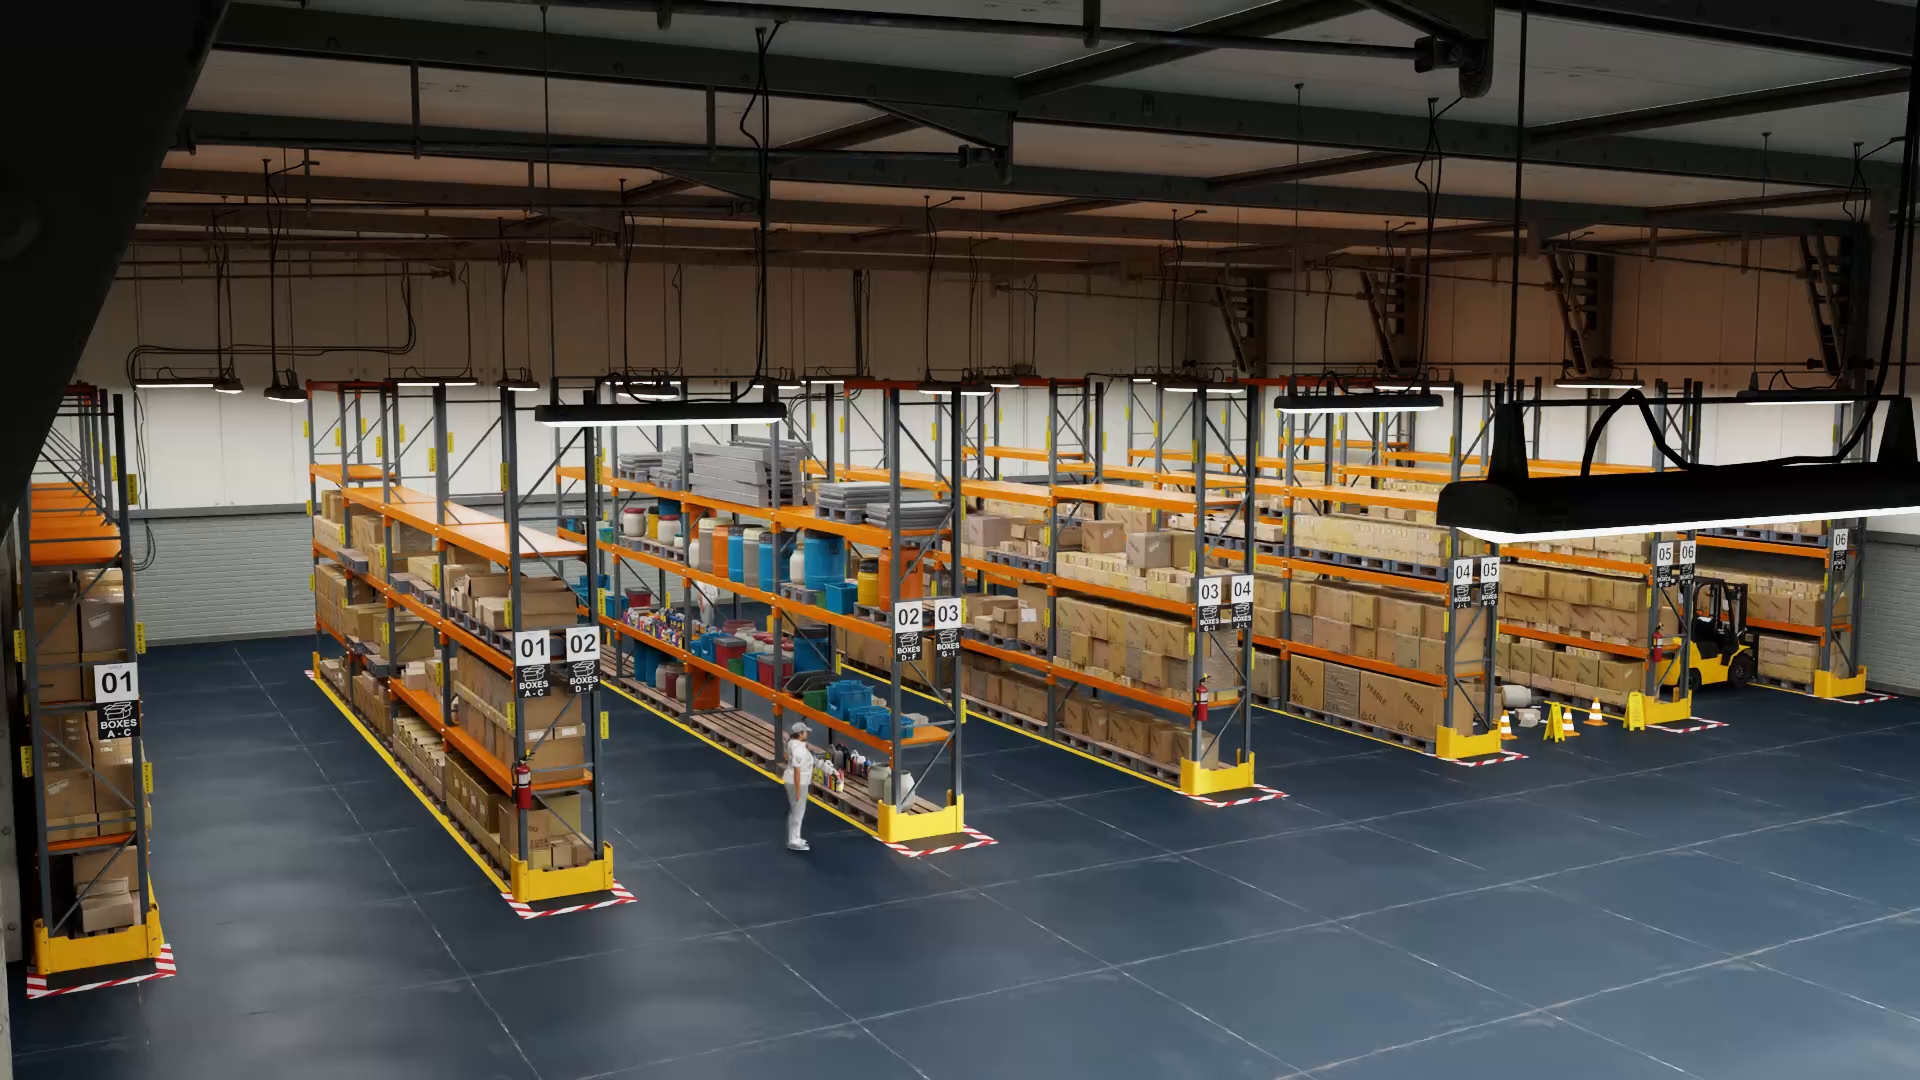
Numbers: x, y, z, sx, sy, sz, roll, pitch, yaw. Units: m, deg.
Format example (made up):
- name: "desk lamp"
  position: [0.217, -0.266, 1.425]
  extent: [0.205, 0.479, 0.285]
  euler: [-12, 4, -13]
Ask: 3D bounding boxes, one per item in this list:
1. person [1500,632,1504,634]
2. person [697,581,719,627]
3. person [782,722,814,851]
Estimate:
- name: "person"
  position: [11.370, 1.758, 34.691]
  extent: [0.437, 1.797, 0.601]
  euler: [2, 6, 18]
- name: "person"
  position: [-5.704, 1.441, 37.701]
  extent: [0.430, 1.774, 0.593]
  euler: [2, 6, 14]
- name: "person"
  position: [-2.113, 3.202, 21.724]
  extent: [0.390, 1.671, 0.568]
  euler: [-1, 6, -14]
